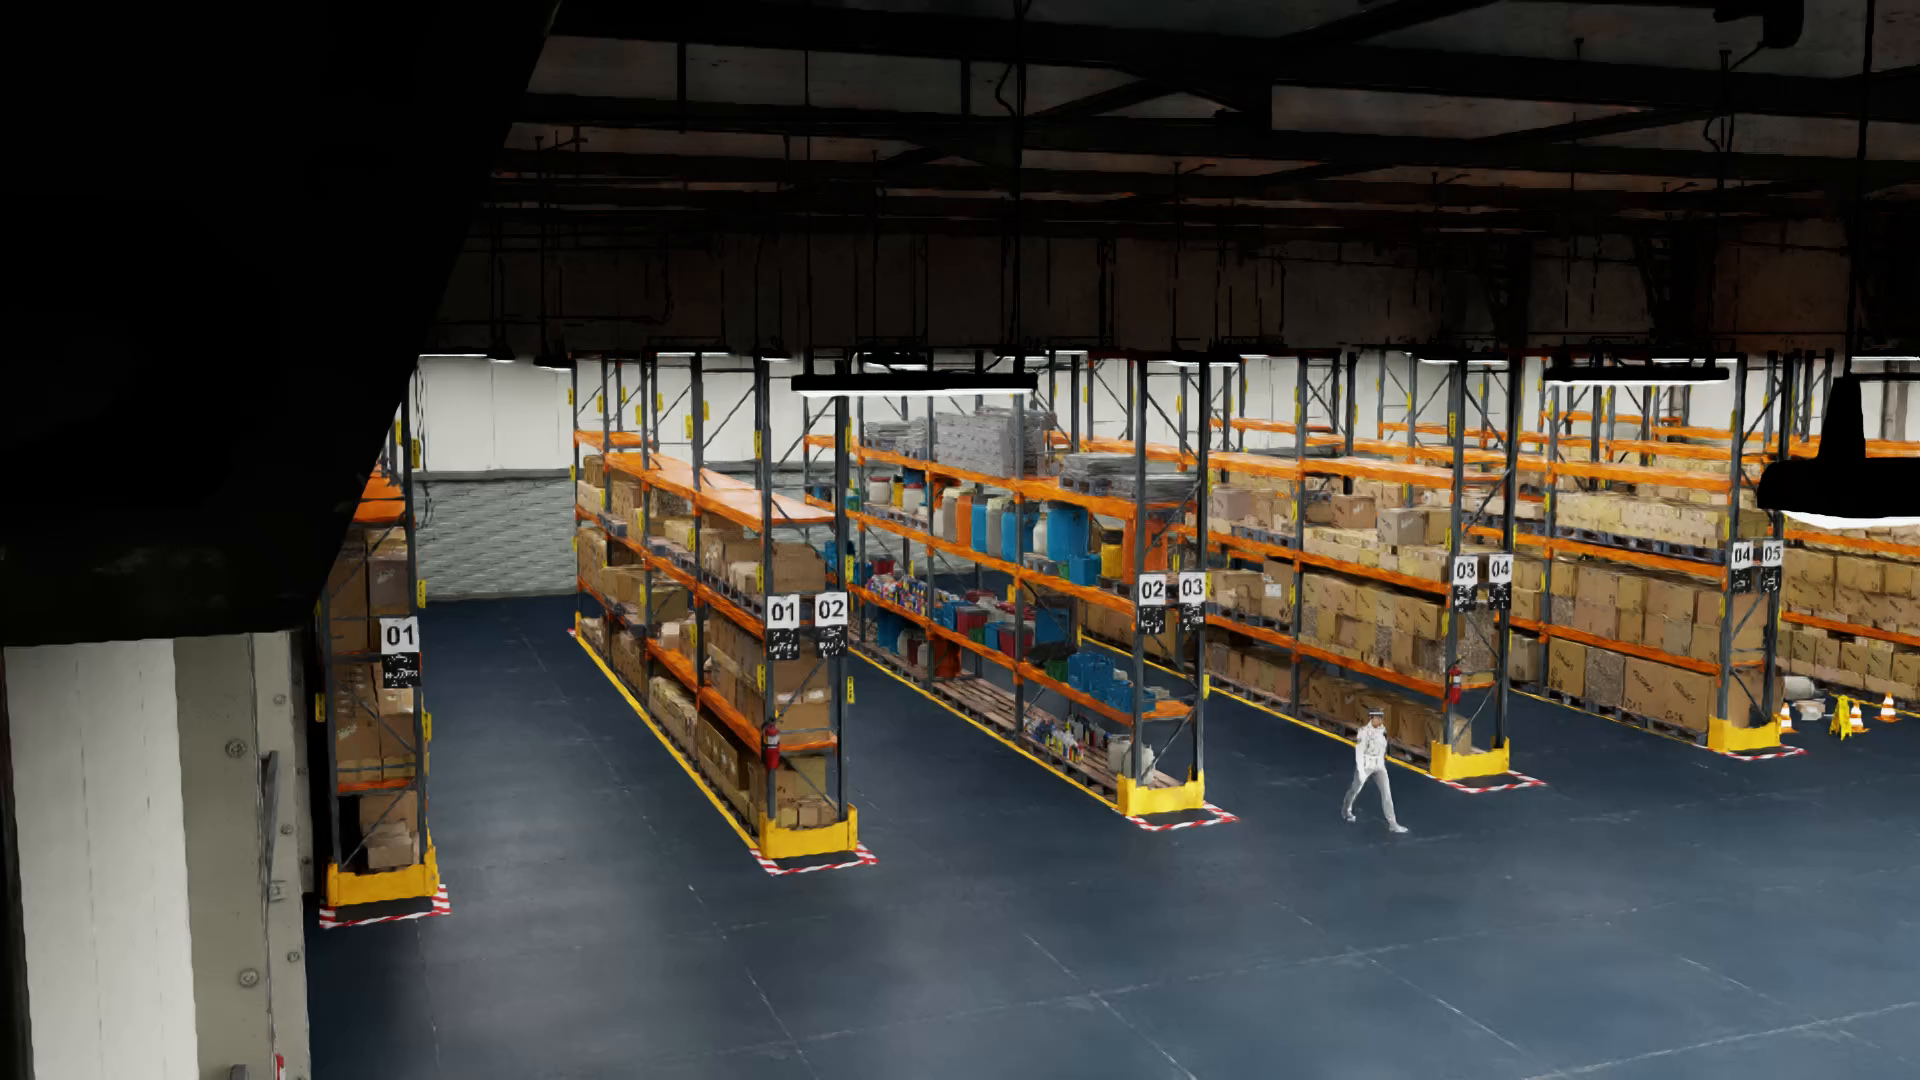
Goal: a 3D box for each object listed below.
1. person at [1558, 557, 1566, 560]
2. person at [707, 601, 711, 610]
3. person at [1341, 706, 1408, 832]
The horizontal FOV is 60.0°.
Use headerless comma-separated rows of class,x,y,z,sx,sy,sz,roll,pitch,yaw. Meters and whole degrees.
person,12.166,1.231,33.824,0.590,1.783,0.669,1,7,4
person,-5.544,0.882,37.504,0.479,1.567,1.090,-2,7,-19
person,5.269,2.883,21.258,0.499,1.587,1.074,-3,8,-22
